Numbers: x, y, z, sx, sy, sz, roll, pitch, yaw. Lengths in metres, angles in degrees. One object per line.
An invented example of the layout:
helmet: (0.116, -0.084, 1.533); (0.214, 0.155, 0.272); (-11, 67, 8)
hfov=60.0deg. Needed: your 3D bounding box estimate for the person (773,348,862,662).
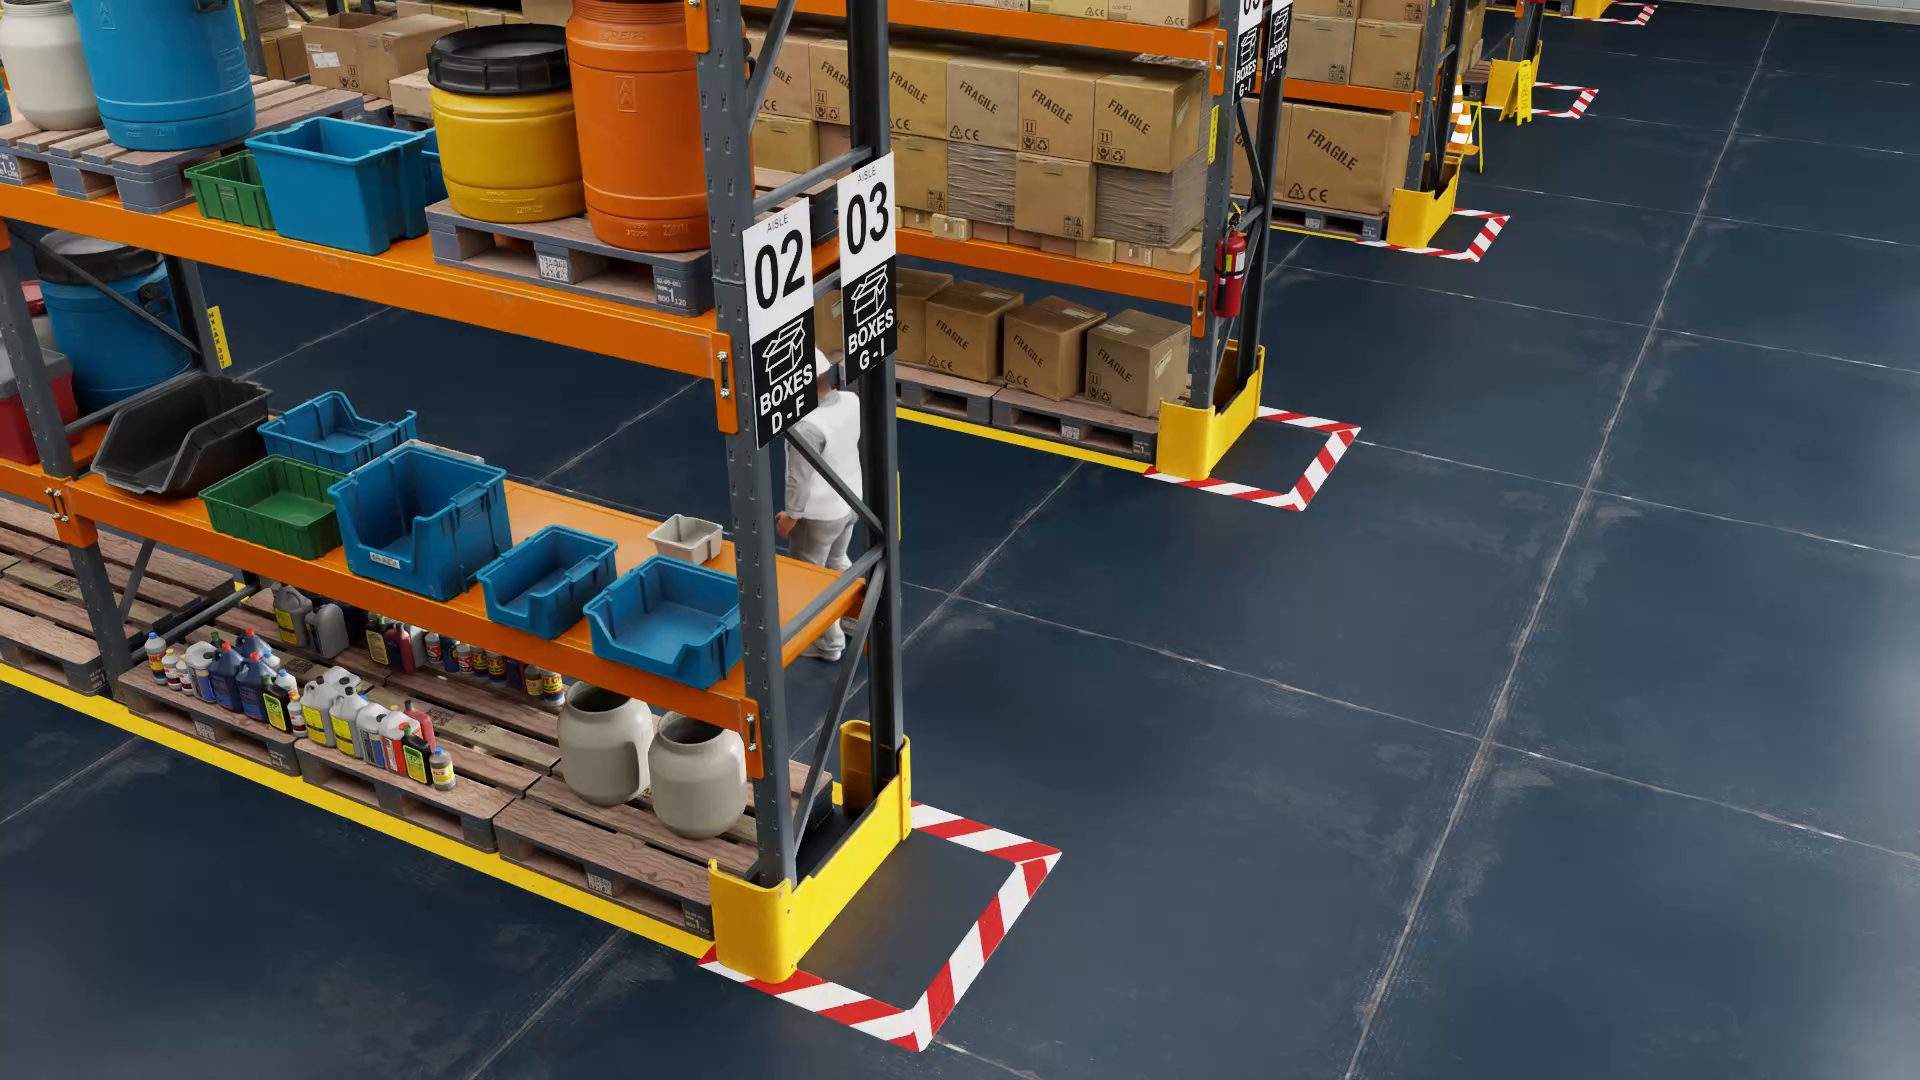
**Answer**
person: (-0.724, -0.184, 8.616); (0.400, 1.754, 0.543); (15, 33, 24)
